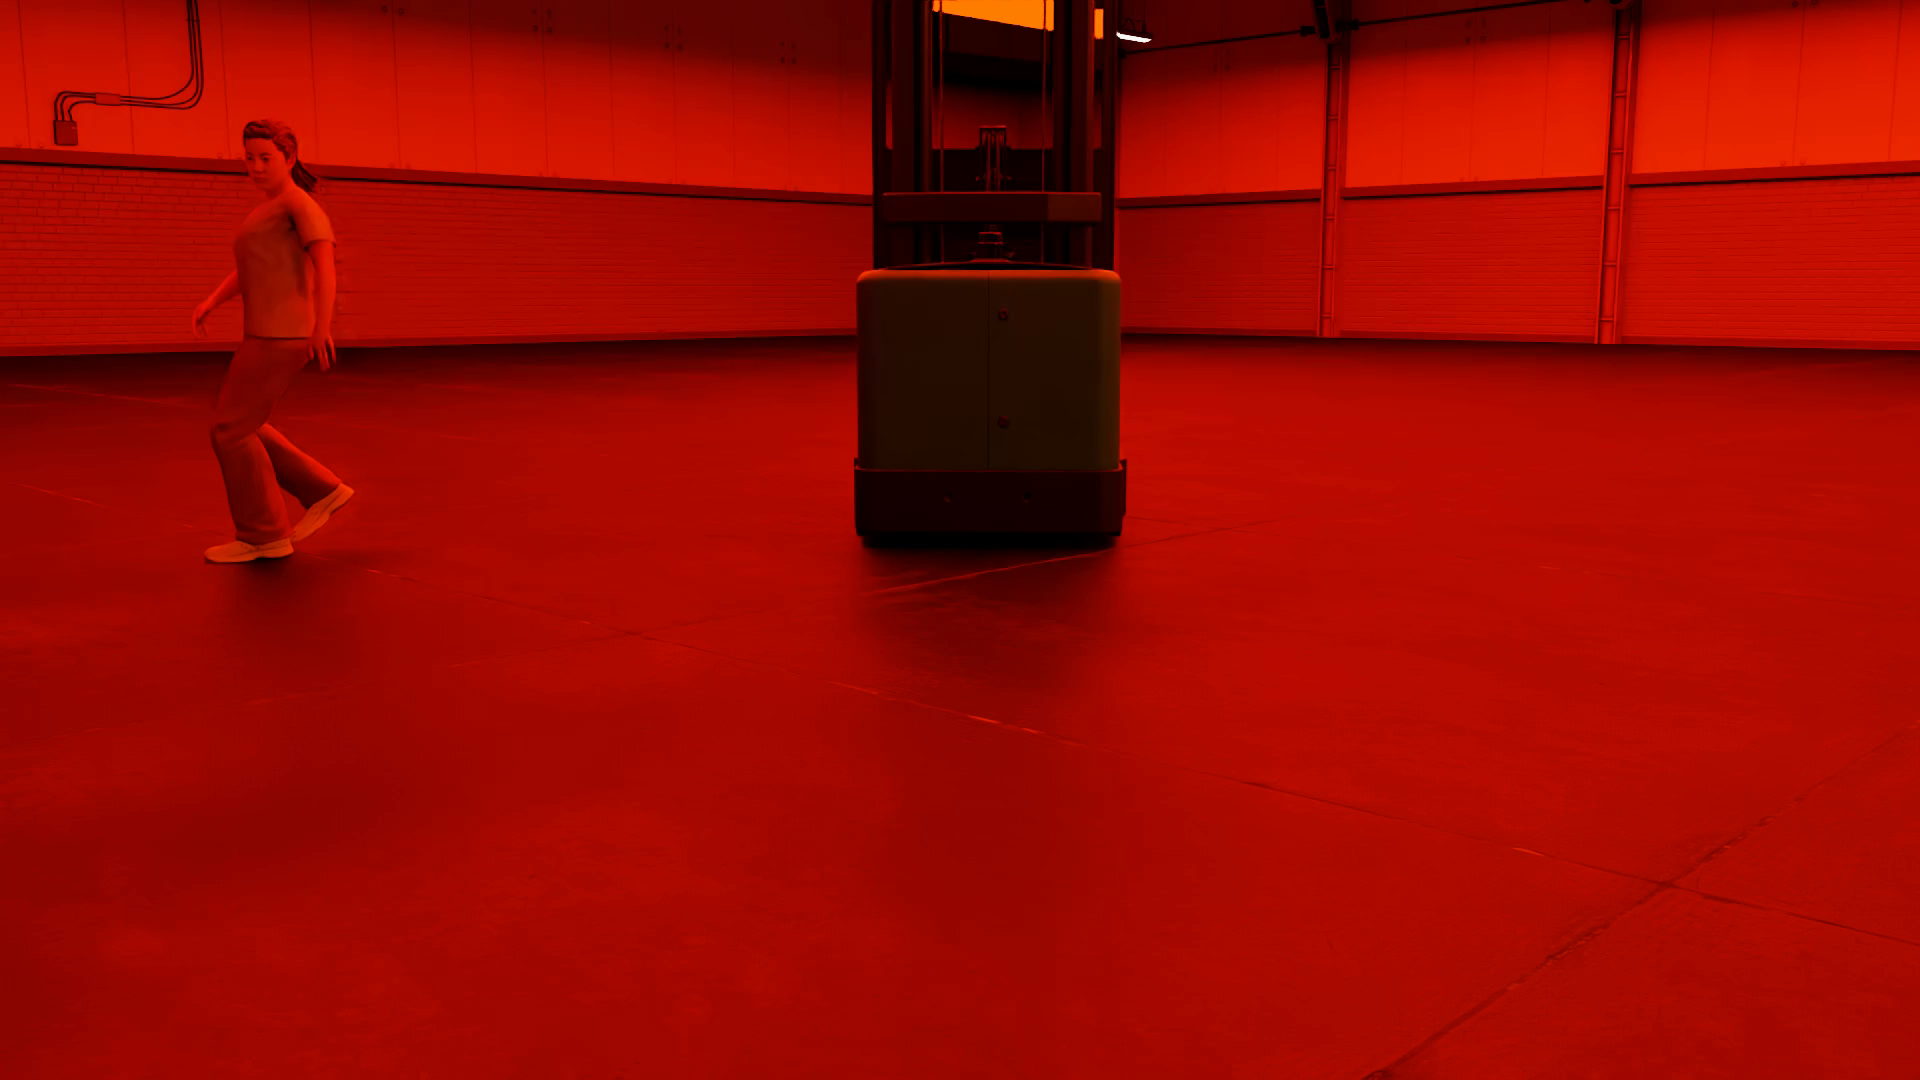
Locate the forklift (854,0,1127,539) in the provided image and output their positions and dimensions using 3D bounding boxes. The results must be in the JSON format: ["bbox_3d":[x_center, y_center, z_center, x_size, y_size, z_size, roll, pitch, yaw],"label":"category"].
[{"bbox_3d":[0.160,-1.633,7.721,1.130,2.935,3.031,0,9,2],"label":"forklift"}]

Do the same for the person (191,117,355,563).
[{"bbox_3d":[-2.552,-0.736,6.166,0.554,1.630,0.637,-4,9,-25],"label":"person"}]
